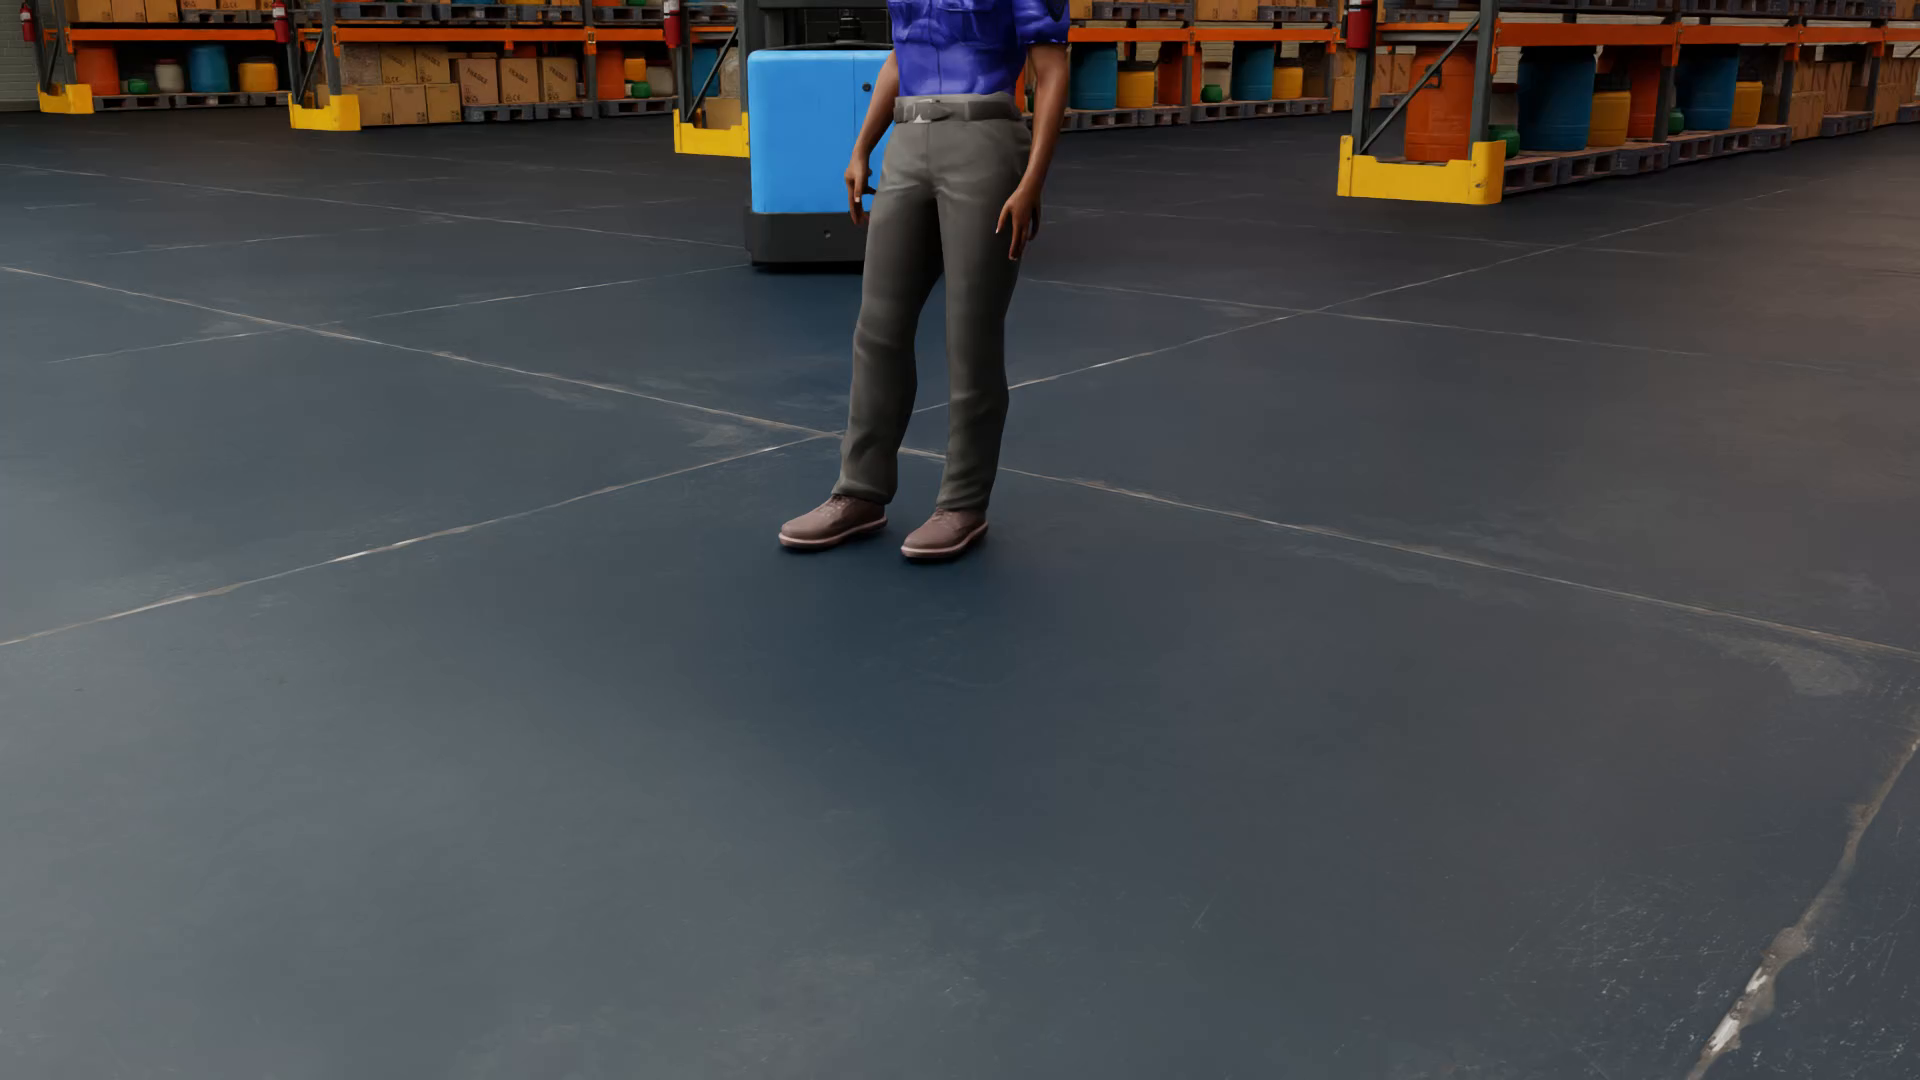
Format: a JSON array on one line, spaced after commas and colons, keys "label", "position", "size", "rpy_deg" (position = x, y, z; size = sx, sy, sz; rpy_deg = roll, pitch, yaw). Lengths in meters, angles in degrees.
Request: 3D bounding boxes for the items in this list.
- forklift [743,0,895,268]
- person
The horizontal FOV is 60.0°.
[{"label": "forklift", "position": [-0.660, -3.152, 9.280], "size": [1.130, 2.935, 3.031], "rpy_deg": [-2, 17, -6]}, {"label": "person", "position": [-0.071, -0.782, 3.647], "size": [0.569, 1.654, 0.504], "rpy_deg": [13, 21, 37]}]
